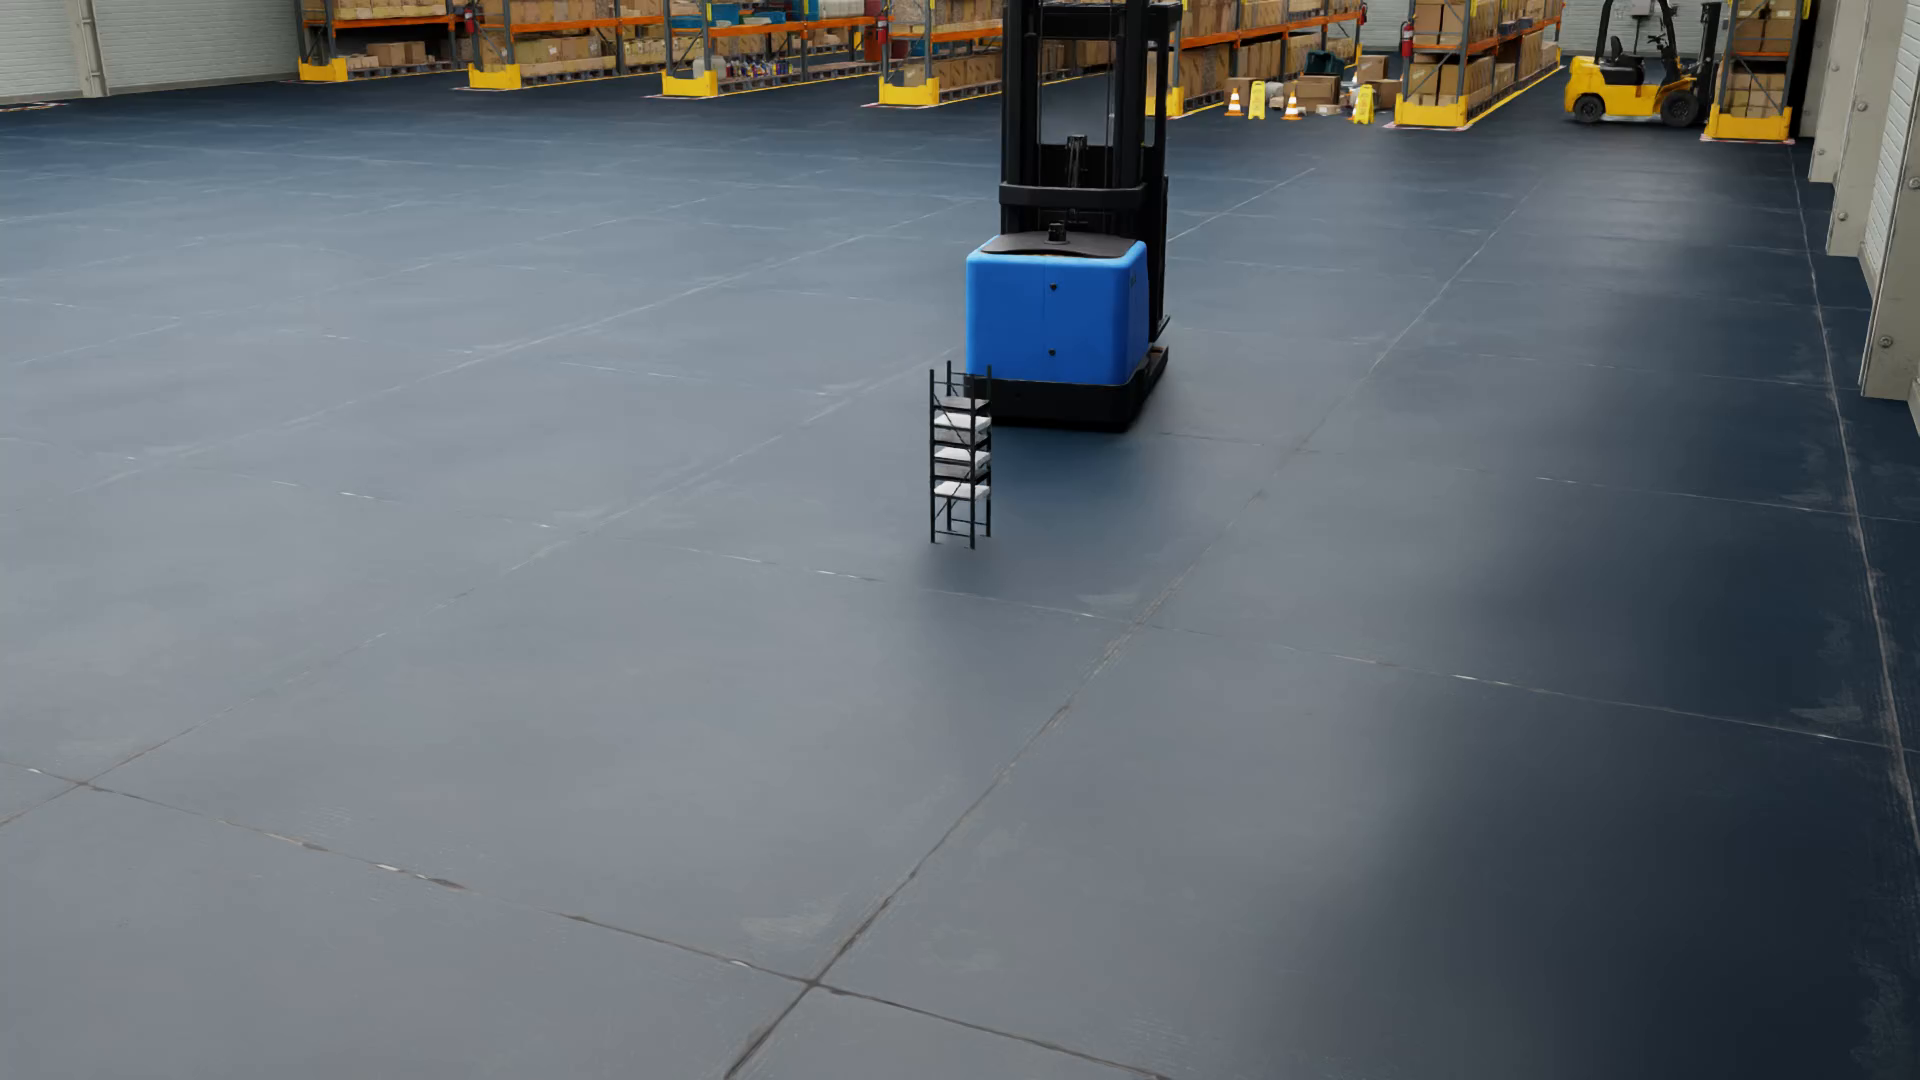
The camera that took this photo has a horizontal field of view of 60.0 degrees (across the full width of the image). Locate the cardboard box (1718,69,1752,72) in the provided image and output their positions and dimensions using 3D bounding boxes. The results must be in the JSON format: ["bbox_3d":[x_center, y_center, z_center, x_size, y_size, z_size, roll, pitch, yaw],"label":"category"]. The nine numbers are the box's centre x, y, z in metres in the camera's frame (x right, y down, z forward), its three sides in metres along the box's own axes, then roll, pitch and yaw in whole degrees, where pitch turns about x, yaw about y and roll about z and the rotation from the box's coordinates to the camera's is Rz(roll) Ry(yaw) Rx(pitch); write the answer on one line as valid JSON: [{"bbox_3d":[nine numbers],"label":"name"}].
[{"bbox_3d":[12.656,-7.546,27.196,0.500,0.250,0.500,9,21,24],"label":"cardboard box"}]

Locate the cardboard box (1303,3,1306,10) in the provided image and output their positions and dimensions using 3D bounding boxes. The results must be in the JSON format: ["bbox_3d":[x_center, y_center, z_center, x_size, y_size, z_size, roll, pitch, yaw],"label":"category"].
[{"bbox_3d":[7.754,-12.280,38.269,0.380,0.149,0.250,8,21,21],"label":"cardboard box"}]

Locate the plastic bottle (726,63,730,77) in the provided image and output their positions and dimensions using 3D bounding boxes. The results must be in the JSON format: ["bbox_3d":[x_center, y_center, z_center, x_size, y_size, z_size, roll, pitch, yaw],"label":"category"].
[{"bbox_3d":[-5.061,-10.170,35.998,0.152,0.276,0.135,9,21,23],"label":"plastic bottle"}]

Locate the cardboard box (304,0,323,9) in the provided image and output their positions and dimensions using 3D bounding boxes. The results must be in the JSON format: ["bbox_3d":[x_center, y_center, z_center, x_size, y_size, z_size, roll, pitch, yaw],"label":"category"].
[{"bbox_3d":[-14.580,-12.376,37.868,0.500,0.500,0.500,8,21,22],"label":"cardboard box"}]

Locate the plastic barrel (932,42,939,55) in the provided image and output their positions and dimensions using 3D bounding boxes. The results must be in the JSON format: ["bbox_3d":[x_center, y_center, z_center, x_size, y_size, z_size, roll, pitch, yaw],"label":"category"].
[{"bbox_3d":[-0.865,-13.265,43.797,0.600,0.901,0.708,9,21,23],"label":"plastic barrel"}]

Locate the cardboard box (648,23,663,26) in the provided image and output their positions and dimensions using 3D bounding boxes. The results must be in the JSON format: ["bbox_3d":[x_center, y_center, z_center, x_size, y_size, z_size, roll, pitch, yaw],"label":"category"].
[{"bbox_3d":[-8.959,-15.199,48.866,0.380,0.149,0.250,9,22,25],"label":"cardboard box"}]

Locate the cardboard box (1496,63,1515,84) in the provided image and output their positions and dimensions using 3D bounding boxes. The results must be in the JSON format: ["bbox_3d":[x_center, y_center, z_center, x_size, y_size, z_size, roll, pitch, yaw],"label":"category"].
[{"bbox_3d":[11.054,-9.746,34.692,0.950,0.372,0.625,7,21,19],"label":"cardboard box"}]

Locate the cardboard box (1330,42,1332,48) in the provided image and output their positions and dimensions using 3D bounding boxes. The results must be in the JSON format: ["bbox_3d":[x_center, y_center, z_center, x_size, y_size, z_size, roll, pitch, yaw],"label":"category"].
[{"bbox_3d":[9.017,-12.284,41.272,0.380,0.149,0.250,8,21,21],"label":"cardboard box"}]

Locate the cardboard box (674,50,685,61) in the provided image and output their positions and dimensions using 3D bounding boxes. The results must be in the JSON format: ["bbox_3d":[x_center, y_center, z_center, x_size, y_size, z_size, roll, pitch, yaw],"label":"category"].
[{"bbox_3d":[-7.192,-12.075,41.421,0.500,0.250,0.500,9,22,24],"label":"cardboard box"}]

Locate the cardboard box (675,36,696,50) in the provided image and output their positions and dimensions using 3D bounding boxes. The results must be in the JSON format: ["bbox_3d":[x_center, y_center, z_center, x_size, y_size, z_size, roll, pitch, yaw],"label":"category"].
[{"bbox_3d":[-6.979,-12.491,41.755,0.500,0.311,0.500,8,21,22],"label":"cardboard box"}]

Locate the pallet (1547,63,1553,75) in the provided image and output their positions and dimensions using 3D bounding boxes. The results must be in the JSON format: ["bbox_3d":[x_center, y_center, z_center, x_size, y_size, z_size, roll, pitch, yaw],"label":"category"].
[{"bbox_3d":[13.814,-11.463,40.385,1.003,0.211,1.213,9,21,23],"label":"pallet"}]

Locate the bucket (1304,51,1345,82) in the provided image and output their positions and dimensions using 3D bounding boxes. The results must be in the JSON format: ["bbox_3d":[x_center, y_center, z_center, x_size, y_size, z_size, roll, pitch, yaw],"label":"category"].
[{"bbox_3d":[7.147,-9.199,32.476,0.726,0.611,0.620,18,16,41],"label":"bucket"}]

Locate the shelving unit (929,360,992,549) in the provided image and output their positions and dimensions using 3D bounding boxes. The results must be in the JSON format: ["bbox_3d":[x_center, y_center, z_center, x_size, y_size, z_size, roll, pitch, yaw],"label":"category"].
[{"bbox_3d":[0.003,-0.426,8.325,0.258,0.900,0.210,9,21,23],"label":"shelving unit"}]

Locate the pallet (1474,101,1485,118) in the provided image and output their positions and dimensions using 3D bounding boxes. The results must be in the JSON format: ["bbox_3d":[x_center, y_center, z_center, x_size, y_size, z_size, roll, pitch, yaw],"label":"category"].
[{"bbox_3d":[8.916,-7.837,30.190,1.003,0.211,1.213,9,21,23],"label":"pallet"}]

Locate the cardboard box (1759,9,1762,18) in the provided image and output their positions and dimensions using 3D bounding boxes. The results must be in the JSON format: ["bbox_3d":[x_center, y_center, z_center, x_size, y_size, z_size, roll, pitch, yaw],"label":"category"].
[{"bbox_3d":[12.675,-8.483,26.727,0.380,0.149,0.250,9,21,24],"label":"cardboard box"}]

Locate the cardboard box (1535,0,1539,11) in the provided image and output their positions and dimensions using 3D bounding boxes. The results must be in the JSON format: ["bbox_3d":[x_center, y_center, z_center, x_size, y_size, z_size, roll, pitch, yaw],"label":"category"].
[{"bbox_3d":[12.375,-11.705,36.384,0.500,0.250,0.500,9,21,24],"label":"cardboard box"}]

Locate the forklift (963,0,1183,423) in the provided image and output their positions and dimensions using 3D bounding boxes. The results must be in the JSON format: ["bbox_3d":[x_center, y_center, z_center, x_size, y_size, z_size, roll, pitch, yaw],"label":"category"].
[{"bbox_3d":[0.874,-2.562,11.298,1.130,2.935,3.031,5,20,13],"label":"forklift"}]

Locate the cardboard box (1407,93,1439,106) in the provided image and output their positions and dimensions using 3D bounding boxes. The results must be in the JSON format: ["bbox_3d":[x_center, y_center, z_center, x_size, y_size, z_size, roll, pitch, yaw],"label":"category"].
[{"bbox_3d":[8.114,-7.706,29.137,0.500,0.250,0.500,8,21,22],"label":"cardboard box"}]

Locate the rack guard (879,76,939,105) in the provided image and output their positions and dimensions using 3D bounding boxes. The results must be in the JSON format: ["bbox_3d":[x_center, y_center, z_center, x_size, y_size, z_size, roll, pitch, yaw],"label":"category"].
[{"bbox_3d":[-0.991,-8.717,32.235,1.175,0.500,0.348,9,21,23],"label":"rack guard"}]

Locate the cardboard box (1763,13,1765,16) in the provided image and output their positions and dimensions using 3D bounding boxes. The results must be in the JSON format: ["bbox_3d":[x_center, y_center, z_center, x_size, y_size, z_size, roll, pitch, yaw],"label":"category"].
[{"bbox_3d":[13.362,-8.686,28.267,0.500,0.500,0.500,8,21,22],"label":"cardboard box"}]

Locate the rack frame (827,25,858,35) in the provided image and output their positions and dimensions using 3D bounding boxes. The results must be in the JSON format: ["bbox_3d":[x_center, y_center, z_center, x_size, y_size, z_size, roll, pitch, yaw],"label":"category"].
[{"bbox_3d":[-3.506,-16.124,49.329,1.000,3.000,0.127,9,21,23],"label":"rack frame"}]

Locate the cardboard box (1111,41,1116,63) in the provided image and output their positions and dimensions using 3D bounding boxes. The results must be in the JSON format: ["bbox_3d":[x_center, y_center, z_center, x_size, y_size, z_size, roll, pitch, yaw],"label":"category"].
[{"bbox_3d":[3.283,-12.265,41.025,1.225,0.875,0.875,8,21,21],"label":"cardboard box"}]

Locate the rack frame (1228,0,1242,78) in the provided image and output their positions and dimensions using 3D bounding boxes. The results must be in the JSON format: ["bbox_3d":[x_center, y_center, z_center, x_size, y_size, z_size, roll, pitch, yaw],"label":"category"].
[{"bbox_3d":[5.099,-10.383,33.189,1.000,3.000,0.127,9,21,23],"label":"rack frame"}]

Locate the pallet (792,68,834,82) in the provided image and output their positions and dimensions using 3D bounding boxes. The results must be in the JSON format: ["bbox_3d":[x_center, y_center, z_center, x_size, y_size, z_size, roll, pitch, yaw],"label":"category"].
[{"bbox_3d":[-3.617,-10.706,38.258,1.003,0.211,1.213,9,21,23],"label":"pallet"}]

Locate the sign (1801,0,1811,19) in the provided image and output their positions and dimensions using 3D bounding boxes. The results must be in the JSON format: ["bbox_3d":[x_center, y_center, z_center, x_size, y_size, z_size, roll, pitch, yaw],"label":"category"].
[{"bbox_3d":[13.053,-8.200,25.638,0.100,0.325,0.005,9,21,23],"label":"sign"}]

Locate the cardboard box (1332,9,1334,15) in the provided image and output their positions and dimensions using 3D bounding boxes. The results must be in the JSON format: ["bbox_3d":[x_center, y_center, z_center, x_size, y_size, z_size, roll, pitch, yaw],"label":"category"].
[{"bbox_3d":[9.006,-13.012,40.956,0.380,0.149,0.250,8,21,20],"label":"cardboard box"}]

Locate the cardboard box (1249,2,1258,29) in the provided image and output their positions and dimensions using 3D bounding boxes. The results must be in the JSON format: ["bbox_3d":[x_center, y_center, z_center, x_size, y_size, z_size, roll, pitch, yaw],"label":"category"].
[{"bbox_3d":[5.766,-10.709,33.954,0.500,0.500,0.500,9,21,23],"label":"cardboard box"}]

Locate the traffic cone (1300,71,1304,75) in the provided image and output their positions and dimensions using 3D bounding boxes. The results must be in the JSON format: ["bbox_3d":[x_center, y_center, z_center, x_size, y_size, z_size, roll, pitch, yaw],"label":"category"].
[{"bbox_3d":[7.026,-9.391,34.184,0.336,0.463,0.334,9,21,23],"label":"traffic cone"}]

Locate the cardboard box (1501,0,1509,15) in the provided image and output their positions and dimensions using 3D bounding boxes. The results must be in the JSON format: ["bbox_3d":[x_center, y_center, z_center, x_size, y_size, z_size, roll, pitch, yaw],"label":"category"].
[{"bbox_3d":[10.110,-10.224,31.521,0.500,0.500,0.500,9,22,24],"label":"cardboard box"}]

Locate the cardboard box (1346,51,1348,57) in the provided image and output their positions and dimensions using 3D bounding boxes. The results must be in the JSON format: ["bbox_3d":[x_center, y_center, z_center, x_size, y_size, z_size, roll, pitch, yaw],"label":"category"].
[{"bbox_3d":[9.788,-12.555,42.924,0.380,0.149,0.250,8,21,22],"label":"cardboard box"}]

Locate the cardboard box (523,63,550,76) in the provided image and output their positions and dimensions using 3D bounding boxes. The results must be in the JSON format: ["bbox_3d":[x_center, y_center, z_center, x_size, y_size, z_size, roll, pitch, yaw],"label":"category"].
[{"bbox_3d":[-9.434,-10.422,36.773,0.500,0.250,0.500,9,21,23],"label":"cardboard box"}]

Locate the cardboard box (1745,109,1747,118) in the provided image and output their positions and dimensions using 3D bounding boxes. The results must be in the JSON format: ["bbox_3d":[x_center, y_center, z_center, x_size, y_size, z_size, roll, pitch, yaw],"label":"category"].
[{"bbox_3d":[12.665,-7.072,27.356,0.500,0.250,0.500,9,21,23],"label":"cardboard box"}]

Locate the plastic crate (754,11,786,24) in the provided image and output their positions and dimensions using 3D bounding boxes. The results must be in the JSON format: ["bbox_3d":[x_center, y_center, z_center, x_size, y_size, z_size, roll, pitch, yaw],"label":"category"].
[{"bbox_3d":[-4.108,-11.329,36.069,0.499,0.251,0.616,9,21,23],"label":"plastic crate"}]

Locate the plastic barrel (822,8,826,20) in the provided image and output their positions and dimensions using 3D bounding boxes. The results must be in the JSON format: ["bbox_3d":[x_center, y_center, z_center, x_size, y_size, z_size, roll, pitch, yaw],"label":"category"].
[{"bbox_3d":[-3.221,-12.093,38.202,0.301,0.262,0.301,0,20,0],"label":"plastic barrel"}]

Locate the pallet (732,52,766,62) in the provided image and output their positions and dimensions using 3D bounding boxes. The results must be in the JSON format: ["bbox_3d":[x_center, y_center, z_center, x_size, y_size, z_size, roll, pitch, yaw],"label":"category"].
[{"bbox_3d":[-5.941,-12.959,44.592,1.003,0.211,1.213,9,21,23],"label":"pallet"}]

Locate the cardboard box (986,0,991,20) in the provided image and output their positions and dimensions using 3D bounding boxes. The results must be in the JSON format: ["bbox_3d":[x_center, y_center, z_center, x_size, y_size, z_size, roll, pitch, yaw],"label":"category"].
[{"bbox_3d":[0.138,-11.005,34.344,0.875,0.500,0.500,9,21,23],"label":"cardboard box"}]

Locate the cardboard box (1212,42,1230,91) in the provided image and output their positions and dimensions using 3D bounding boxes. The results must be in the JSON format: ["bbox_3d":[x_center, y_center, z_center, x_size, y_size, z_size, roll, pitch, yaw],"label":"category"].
[{"bbox_3d":[4.778,-9.397,32.961,0.875,0.875,0.875,9,21,24],"label":"cardboard box"}]

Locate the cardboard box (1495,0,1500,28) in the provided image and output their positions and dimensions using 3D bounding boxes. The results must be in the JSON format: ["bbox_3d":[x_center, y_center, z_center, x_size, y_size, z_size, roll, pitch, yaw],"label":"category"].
[{"bbox_3d":[9.702,-9.752,30.821,0.500,0.500,0.500,8,21,21],"label":"cardboard box"}]

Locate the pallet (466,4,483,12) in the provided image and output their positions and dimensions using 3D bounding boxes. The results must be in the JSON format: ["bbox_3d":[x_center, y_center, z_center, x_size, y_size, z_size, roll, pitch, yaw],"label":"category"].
[{"bbox_3d":[-12.077,-13.655,42.676,1.003,0.211,1.213,9,21,23],"label":"pallet"}]

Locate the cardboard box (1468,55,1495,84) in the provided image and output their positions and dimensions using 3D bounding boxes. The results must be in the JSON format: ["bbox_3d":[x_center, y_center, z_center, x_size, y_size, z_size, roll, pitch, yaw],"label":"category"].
[{"bbox_3d":[9.659,-8.773,31.018,0.500,0.500,0.500,8,21,22],"label":"cardboard box"}]

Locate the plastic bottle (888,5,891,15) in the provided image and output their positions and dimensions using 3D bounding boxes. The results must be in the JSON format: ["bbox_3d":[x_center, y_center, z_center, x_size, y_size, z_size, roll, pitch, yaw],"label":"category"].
[{"bbox_3d":[-1.793,-13.027,40.807,0.152,0.276,0.135,9,21,23],"label":"plastic bottle"}]

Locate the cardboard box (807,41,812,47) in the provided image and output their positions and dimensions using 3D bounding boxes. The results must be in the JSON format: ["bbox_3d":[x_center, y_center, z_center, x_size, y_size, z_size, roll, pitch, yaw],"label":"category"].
[{"bbox_3d":[-4.430,-14.138,47.317,0.380,0.166,0.250,9,21,23],"label":"cardboard box"}]

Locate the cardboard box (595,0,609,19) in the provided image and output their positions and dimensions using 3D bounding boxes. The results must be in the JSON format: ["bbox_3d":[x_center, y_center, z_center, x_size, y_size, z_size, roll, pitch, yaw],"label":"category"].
[{"bbox_3d":[-8.596,-12.366,38.614,0.700,0.500,0.500,8,21,21],"label":"cardboard box"}]

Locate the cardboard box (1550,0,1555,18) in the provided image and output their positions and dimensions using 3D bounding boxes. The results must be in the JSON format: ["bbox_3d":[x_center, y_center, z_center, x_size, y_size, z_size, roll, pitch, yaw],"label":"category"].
[{"bbox_3d":[13.783,-12.640,39.384,0.500,0.500,0.500,9,21,23],"label":"cardboard box"}]

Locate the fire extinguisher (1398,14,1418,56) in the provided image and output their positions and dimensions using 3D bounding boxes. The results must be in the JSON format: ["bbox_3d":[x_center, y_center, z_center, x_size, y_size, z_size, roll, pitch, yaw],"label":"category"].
[{"bbox_3d":[7.551,-8.504,28.020,0.296,0.674,0.183,9,21,23],"label":"fire extinguisher"}]

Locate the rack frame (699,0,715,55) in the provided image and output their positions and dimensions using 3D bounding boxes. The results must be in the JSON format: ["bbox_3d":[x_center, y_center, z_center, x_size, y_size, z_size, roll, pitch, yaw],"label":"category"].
[{"bbox_3d":[-6.782,-13.678,42.453,1.000,3.000,0.127,9,21,23],"label":"rack frame"}]

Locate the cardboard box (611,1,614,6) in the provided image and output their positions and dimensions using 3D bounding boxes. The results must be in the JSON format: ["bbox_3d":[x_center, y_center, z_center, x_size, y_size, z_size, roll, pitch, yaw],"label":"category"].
[{"bbox_3d":[-9.829,-15.086,46.757,0.380,0.149,0.250,9,21,23],"label":"cardboard box"}]

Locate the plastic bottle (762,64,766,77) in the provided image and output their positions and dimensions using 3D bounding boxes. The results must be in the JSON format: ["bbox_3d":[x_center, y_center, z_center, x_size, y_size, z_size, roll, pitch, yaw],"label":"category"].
[{"bbox_3d":[-4.250,-10.182,36.038,0.097,0.271,0.097,0,20,0],"label":"plastic bottle"}]

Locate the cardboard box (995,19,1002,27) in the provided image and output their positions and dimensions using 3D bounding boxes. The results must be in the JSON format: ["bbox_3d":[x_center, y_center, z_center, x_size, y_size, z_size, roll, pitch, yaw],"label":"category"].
[{"bbox_3d":[0.685,-10.795,34.722,0.380,0.149,0.250,9,21,23],"label":"cardboard box"}]

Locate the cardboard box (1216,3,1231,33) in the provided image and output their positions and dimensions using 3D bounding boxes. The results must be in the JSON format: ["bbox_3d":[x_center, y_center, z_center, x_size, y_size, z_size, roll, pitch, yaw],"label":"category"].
[{"bbox_3d":[4.755,-10.168,32.360,0.875,0.550,0.550,9,21,23],"label":"cardboard box"}]

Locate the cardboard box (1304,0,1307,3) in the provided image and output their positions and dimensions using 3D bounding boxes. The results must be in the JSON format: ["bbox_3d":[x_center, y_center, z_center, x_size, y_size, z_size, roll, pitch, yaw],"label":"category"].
[{"bbox_3d":[7.751,-12.423,38.228,0.380,0.149,0.250,9,22,25],"label":"cardboard box"}]
